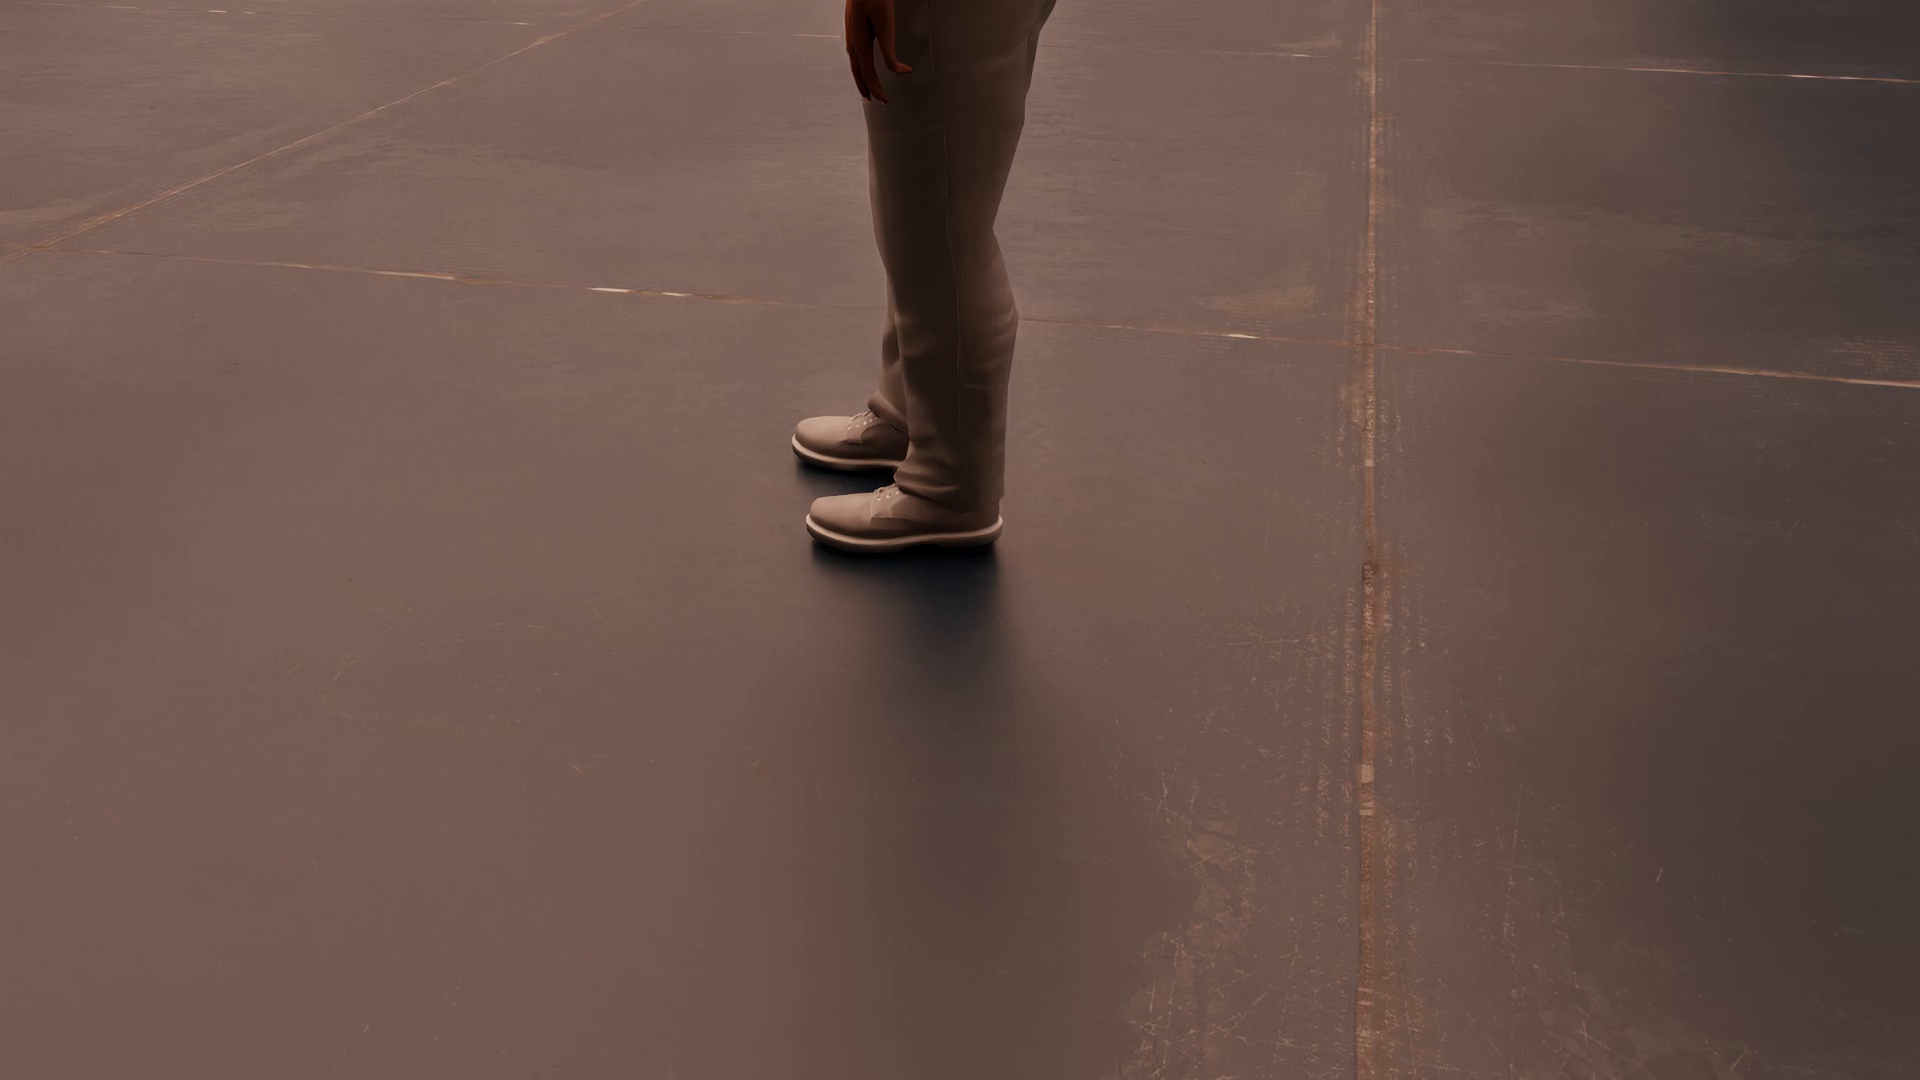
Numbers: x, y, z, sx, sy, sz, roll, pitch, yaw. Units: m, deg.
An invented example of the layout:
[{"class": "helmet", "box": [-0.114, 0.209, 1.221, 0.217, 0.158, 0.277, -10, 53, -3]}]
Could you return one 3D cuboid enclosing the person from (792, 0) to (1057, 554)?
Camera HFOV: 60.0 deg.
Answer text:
[{"class": "person", "box": [-0.069, -0.779, 2.147, 0.528, 1.695, 0.569, 6, 27, 11]}]
